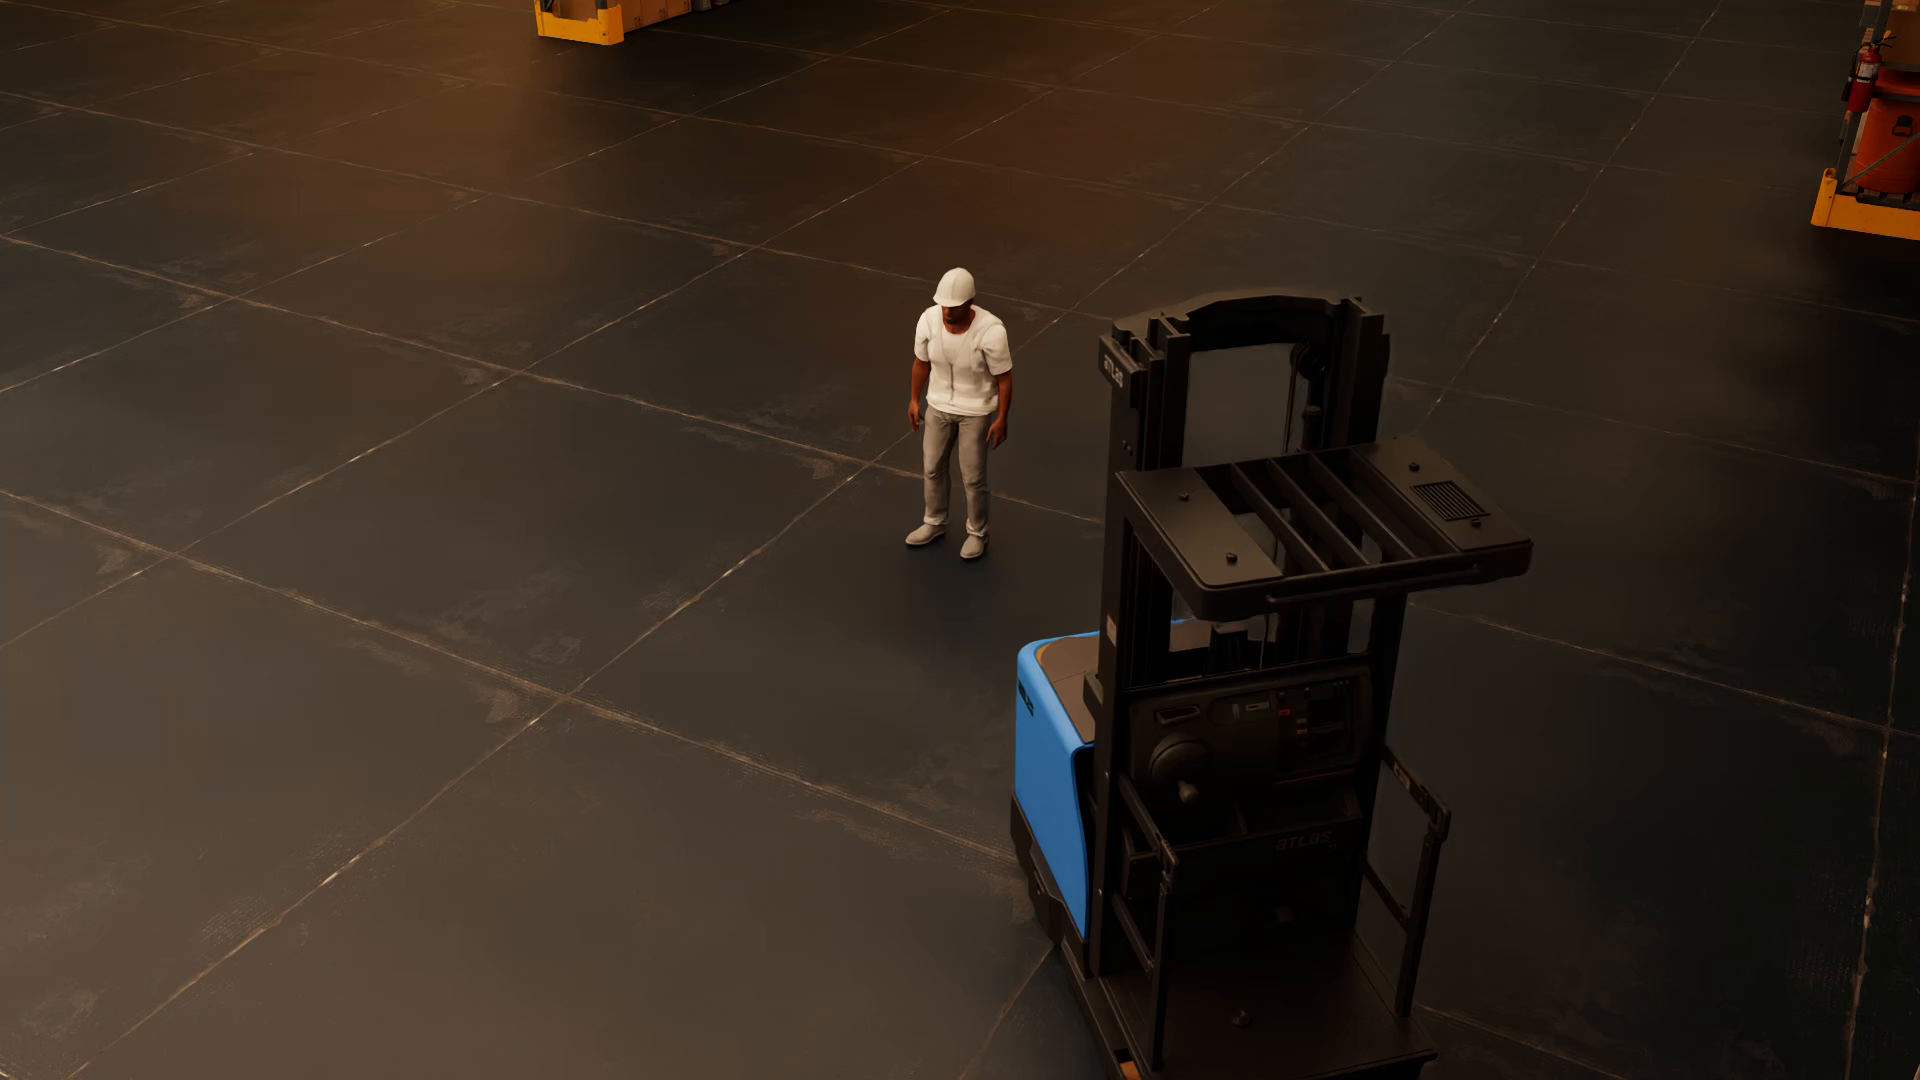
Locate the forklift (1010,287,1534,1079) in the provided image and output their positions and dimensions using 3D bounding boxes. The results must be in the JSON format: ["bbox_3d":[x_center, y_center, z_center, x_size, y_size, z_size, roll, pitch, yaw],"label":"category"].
[{"bbox_3d":[1.105,0.745,5.779,1.130,2.935,3.031,-8,31,-13],"label":"forklift"}]

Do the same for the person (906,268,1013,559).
[{"bbox_3d":[-0.012,-0.741,9.530,0.626,1.760,0.460,14,33,23],"label":"person"}]
